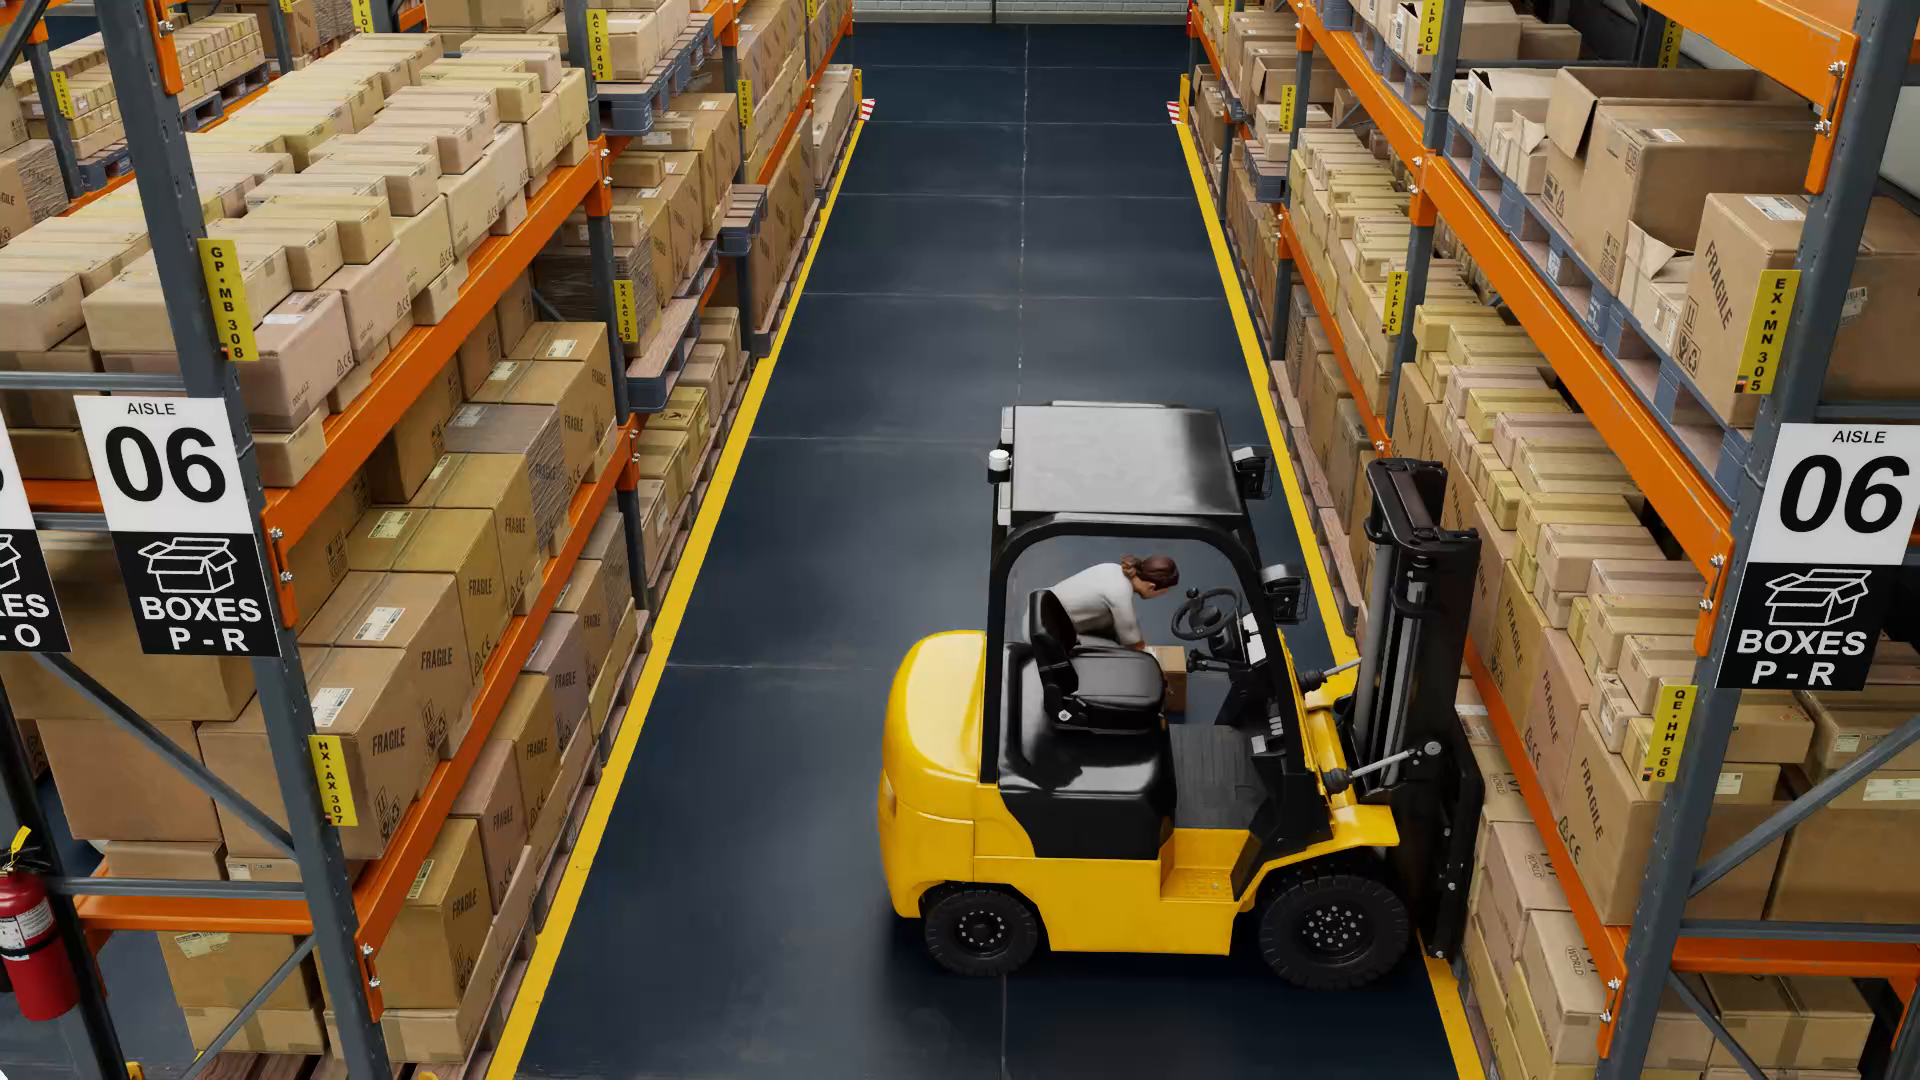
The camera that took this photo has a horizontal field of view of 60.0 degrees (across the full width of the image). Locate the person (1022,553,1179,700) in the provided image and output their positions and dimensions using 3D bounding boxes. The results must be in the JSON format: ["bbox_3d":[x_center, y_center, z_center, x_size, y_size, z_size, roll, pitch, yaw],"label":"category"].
[{"bbox_3d":[0.723,0.466,8.649,0.801,0.834,0.481,1,28,2],"label":"person"}]
